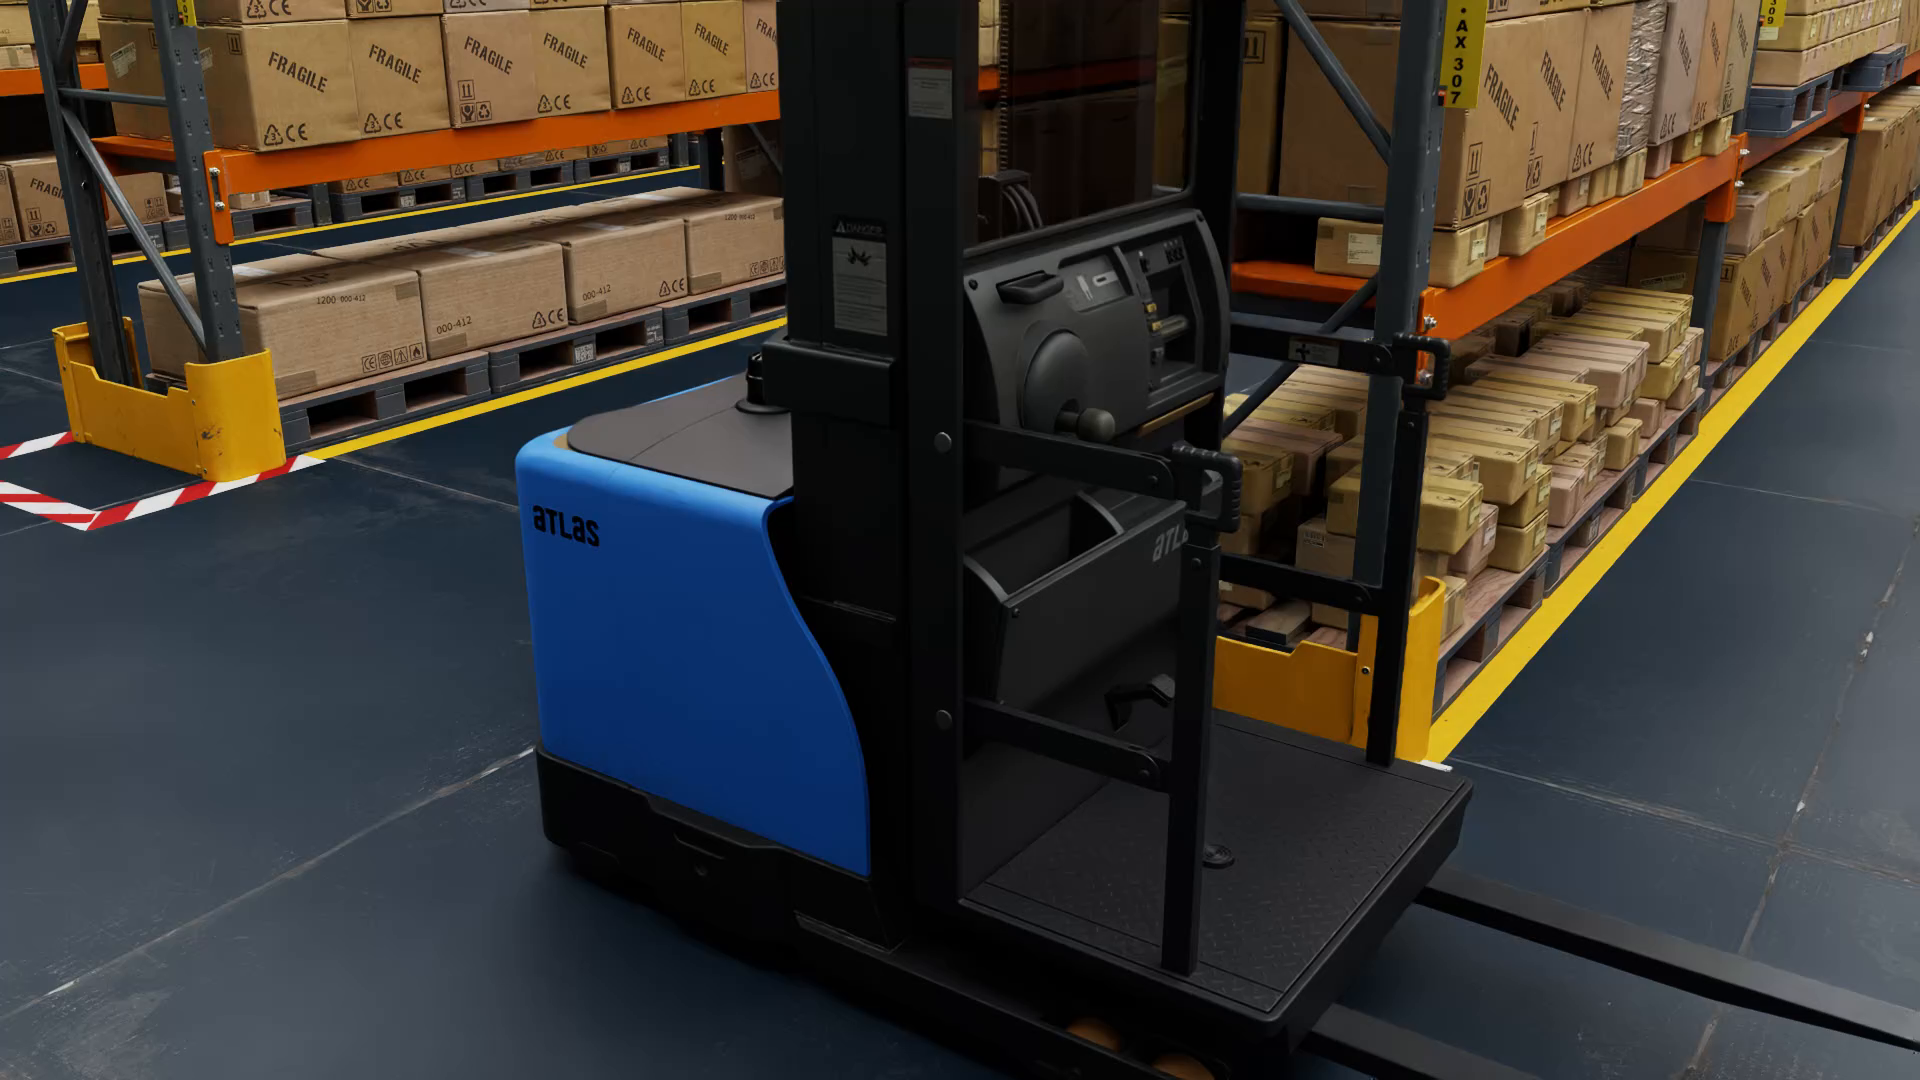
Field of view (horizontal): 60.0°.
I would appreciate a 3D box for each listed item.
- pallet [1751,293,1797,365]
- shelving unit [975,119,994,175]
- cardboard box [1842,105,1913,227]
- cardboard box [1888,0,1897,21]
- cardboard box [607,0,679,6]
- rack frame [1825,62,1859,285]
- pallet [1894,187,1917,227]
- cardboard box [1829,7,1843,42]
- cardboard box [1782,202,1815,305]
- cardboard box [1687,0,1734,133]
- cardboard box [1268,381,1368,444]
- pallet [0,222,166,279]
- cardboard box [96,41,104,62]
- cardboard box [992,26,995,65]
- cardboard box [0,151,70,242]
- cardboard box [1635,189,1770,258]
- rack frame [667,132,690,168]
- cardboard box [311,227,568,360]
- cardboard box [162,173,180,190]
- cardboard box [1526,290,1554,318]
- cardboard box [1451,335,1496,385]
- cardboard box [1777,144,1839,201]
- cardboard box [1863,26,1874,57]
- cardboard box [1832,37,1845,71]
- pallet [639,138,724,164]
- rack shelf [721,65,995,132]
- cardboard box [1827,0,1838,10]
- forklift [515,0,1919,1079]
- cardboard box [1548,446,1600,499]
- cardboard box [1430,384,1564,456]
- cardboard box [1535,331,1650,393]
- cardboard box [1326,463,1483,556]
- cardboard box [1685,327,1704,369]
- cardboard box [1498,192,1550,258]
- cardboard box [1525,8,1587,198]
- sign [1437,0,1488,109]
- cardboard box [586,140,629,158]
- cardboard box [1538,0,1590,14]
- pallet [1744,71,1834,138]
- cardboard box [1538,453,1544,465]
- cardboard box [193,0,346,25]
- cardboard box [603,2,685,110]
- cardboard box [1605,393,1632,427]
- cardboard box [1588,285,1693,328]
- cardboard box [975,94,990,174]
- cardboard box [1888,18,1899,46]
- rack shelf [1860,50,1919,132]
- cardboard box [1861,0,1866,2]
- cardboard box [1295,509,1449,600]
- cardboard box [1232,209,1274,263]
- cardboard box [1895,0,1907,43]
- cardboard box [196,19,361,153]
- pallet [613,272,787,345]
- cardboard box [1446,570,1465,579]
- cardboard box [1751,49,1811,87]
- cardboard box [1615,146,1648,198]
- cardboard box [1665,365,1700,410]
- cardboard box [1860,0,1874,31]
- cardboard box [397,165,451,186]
[{"bbox_3d":[4.087,-1.285,9.434,1.003,0.211,1.213,13,24,32],"label":"pallet"},{"bbox_3d":[0.004,-0.705,6.010,0.431,1.500,0.755,13,24,32],"label":"shelving unit"},{"bbox_3d":[6.120,-2.716,11.920,1.050,0.750,0.750,14,24,33],"label":"cardboard box"},{"bbox_3d":[5.164,-3.076,9.586,0.380,0.149,0.250,14,25,34],"label":"cardboard box"},{"bbox_3d":[-1.792,-2.989,8.435,0.500,0.500,0.500,14,24,33],"label":"cardboard box"},{"bbox_3d":[5.214,-3.165,10.498,1.000,3.000,0.127,13,24,32],"label":"rack frame"},{"bbox_3d":[7.091,-2.769,13.446,1.003,0.211,1.213,13,24,32],"label":"pallet"},{"bbox_3d":[4.002,-2.483,7.982,0.380,0.149,0.250,12,24,30],"label":"cardboard box"},{"bbox_3d":[4.482,-1.647,9.391,0.500,0.500,0.500,12,23,29],"label":"cardboard box"},{"bbox_3d":[2.634,-1.861,6.400,0.500,0.500,0.500,13,24,30],"label":"cardboard box"},{"bbox_3d":[1.232,-0.432,5.755,0.380,0.149,0.250,12,24,30],"label":"cardboard box"},{"bbox_3d":[-6.364,-2.065,11.542,1.003,0.211,1.213,13,24,32],"label":"pallet"},{"bbox_3d":[-5.807,-3.355,11.374,0.380,0.149,0.250,13,24,31],"label":"cardboard box"},{"bbox_3d":[0.160,-3.393,11.329,0.500,0.250,0.500,13,24,31],"label":"cardboard box"},{"bbox_3d":[-6.226,-2.325,11.223,0.500,0.500,0.500,14,24,33],"label":"cardboard box"},{"bbox_3d":[3.599,-1.554,8.060,0.500,0.250,0.500,12,23,29],"label":"cardboard box"},{"bbox_3d":[-3.044,-5.068,15.644,1.000,3.000,0.127,13,24,32],"label":"rack frame"},{"bbox_3d":[-2.638,-1.275,8.475,0.875,0.438,0.875,14,25,33],"label":"cardboard box"},{"bbox_3d":[-5.859,-2.713,12.547,0.500,0.311,0.500,14,25,34],"label":"cardboard box"},{"bbox_3d":[2.397,-1.030,7.374,0.380,0.149,0.250,15,25,34],"label":"cardboard box"},{"bbox_3d":[1.872,-0.718,6.528,0.380,0.149,0.250,12,24,30],"label":"cardboard box"},{"bbox_3d":[4.772,-2.147,9.663,0.500,0.250,0.500,14,24,33],"label":"cardboard box"},{"bbox_3d":[4.739,-2.720,9.051,0.380,0.149,0.250,12,23,29],"label":"cardboard box"},{"bbox_3d":[4.147,-2.417,8.231,0.380,0.149,0.250,12,23,29],"label":"cardboard box"},{"bbox_3d":[-2.549,-3.989,16.745,1.003,0.211,1.213,13,24,32],"label":"pallet"},{"bbox_3d":[-0.061,-3.190,11.603,1.077,0.370,4.000,13,24,32],"label":"rack shelf"},{"bbox_3d":[3.865,-2.553,7.743,0.380,0.149,0.250,14,24,32],"label":"cardboard box"},{"bbox_3d":[0.469,-0.435,3.217,3.031,2.935,1.130,14,24,32],"label":"forklift"},{"bbox_3d":[2.135,-0.264,6.159,0.380,0.149,0.250,13,24,32],"label":"cardboard box"},{"bbox_3d":[1.830,-0.408,5.690,0.380,0.149,0.250,14,25,34],"label":"cardboard box"},{"bbox_3d":[2.450,-0.695,6.466,0.380,0.149,0.250,12,23,29],"label":"cardboard box"},{"bbox_3d":[1.293,-0.093,4.839,0.380,0.149,0.250,12,23,29],"label":"cardboard box"},{"bbox_3d":[3.051,-0.864,7.354,0.380,0.149,0.250,14,24,33],"label":"cardboard box"},{"bbox_3d":[1.475,-0.929,4.814,0.380,0.149,0.250,12,24,30],"label":"cardboard box"},{"bbox_3d":[1.478,-1.290,4.855,0.500,0.500,0.500,13,24,32],"label":"cardboard box"},{"bbox_3d":[1.166,-1.170,3.857,0.100,0.325,0.005,13,24,32],"label":"sign"},{"bbox_3d":[-3.394,-3.788,15.180,0.500,0.500,0.500,13,24,31],"label":"cardboard box"},{"bbox_3d":[1.467,-1.748,4.653,0.500,0.500,0.500,14,25,33],"label":"cardboard box"},{"bbox_3d":[3.516,-2.118,7.945,1.003,0.211,1.213,13,24,32],"label":"pallet"},{"bbox_3d":[1.793,-0.272,5.751,0.380,0.149,0.250,12,23,29],"label":"cardboard box"},{"bbox_3d":[-2.928,-2.404,6.855,0.500,0.500,0.500,13,24,31],"label":"cardboard box"},{"bbox_3d":[-1.790,-2.522,8.615,0.500,0.500,0.500,13,24,31],"label":"cardboard box"},{"bbox_3d":[2.424,-0.574,6.569,0.380,0.149,0.250,14,24,33],"label":"cardboard box"},{"bbox_3d":[2.981,-1.004,7.301,0.380,0.149,0.250,14,25,33],"label":"cardboard box"},{"bbox_3d":[-0.401,-2.608,11.450,0.875,0.875,0.875,14,25,33],"label":"cardboard box"},{"bbox_3d":[5.317,-3.013,9.844,0.380,0.149,0.250,14,24,33],"label":"cardboard box"},{"bbox_3d":[6.338,-3.402,12.174,1.077,0.370,4.000,13,24,32],"label":"rack shelf"},{"bbox_3d":[4.442,-2.848,8.540,0.380,0.149,0.250,14,25,33],"label":"cardboard box"},{"bbox_3d":[1.224,0.031,4.934,0.380,0.149,0.250,14,25,34],"label":"cardboard box"},{"bbox_3d":[0.667,-0.901,4.738,0.380,0.149,0.250,13,24,32],"label":"cardboard box"},{"bbox_3d":[5.973,-3.435,11.083,0.500,0.500,0.500,13,24,31],"label":"cardboard box"},{"bbox_3d":[-2.926,-1.935,7.028,0.500,0.500,0.500,13,24,31],"label":"cardboard box"},{"bbox_3d":[-1.677,-1.443,9.862,1.003,0.211,1.213,13,24,32],"label":"pallet"},{"bbox_3d":[1.356,0.091,5.198,0.380,0.149,0.250,13,24,32],"label":"cardboard box"},{"bbox_3d":[3.567,-2.120,7.429,0.380,0.149,0.250,12,23,29],"label":"cardboard box"},{"bbox_3d":[2.179,-1.309,5.843,0.380,0.149,0.250,14,24,33],"label":"cardboard box"},{"bbox_3d":[3.027,-0.698,7.333,0.380,0.149,0.250,14,24,32],"label":"cardboard box"},{"bbox_3d":[4.590,-2.783,8.792,0.380,0.149,0.250,14,24,33],"label":"cardboard box"},{"bbox_3d":[-4.543,-3.195,13.577,0.500,0.500,0.500,13,24,31],"label":"cardboard box"}]
